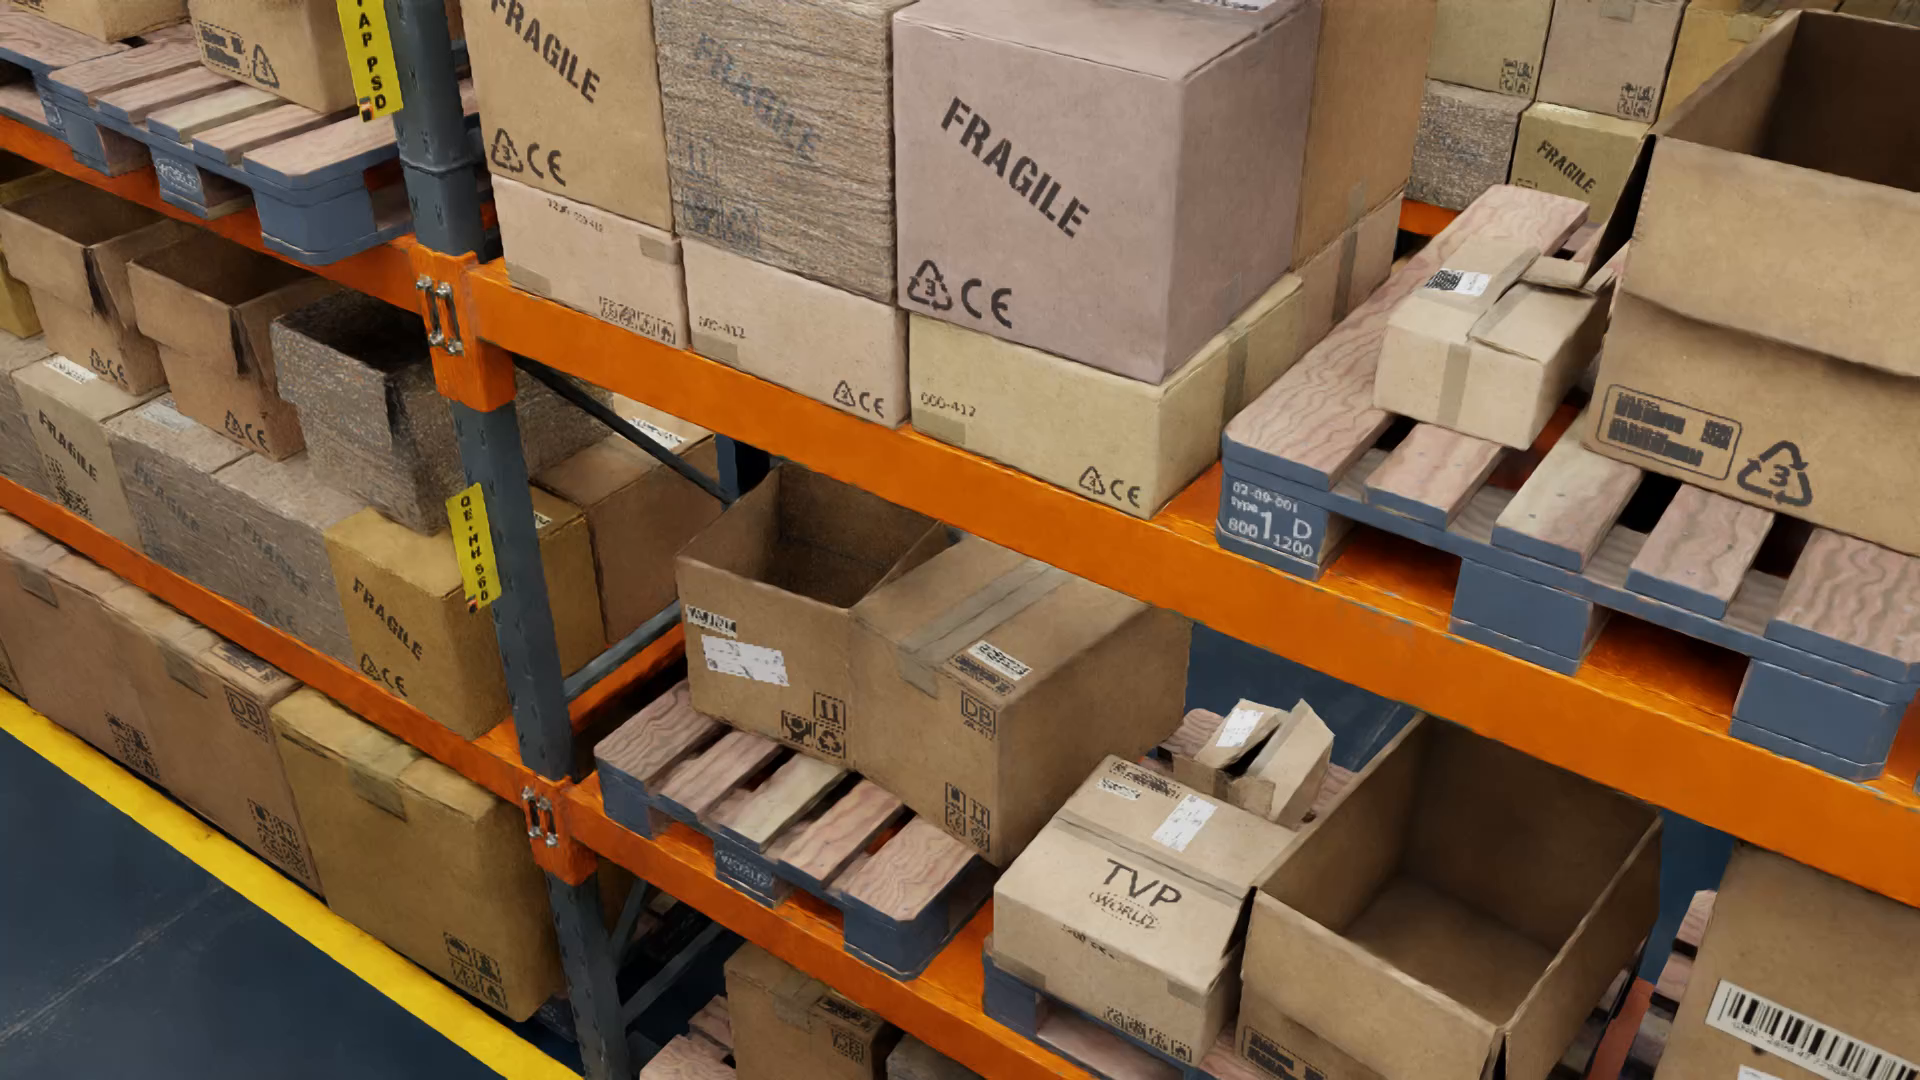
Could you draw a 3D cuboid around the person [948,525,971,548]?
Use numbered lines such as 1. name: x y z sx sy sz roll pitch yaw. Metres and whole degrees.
1. person: -0.028 -0.136 6.286 0.357 1.689 0.608 -27 43 -33
